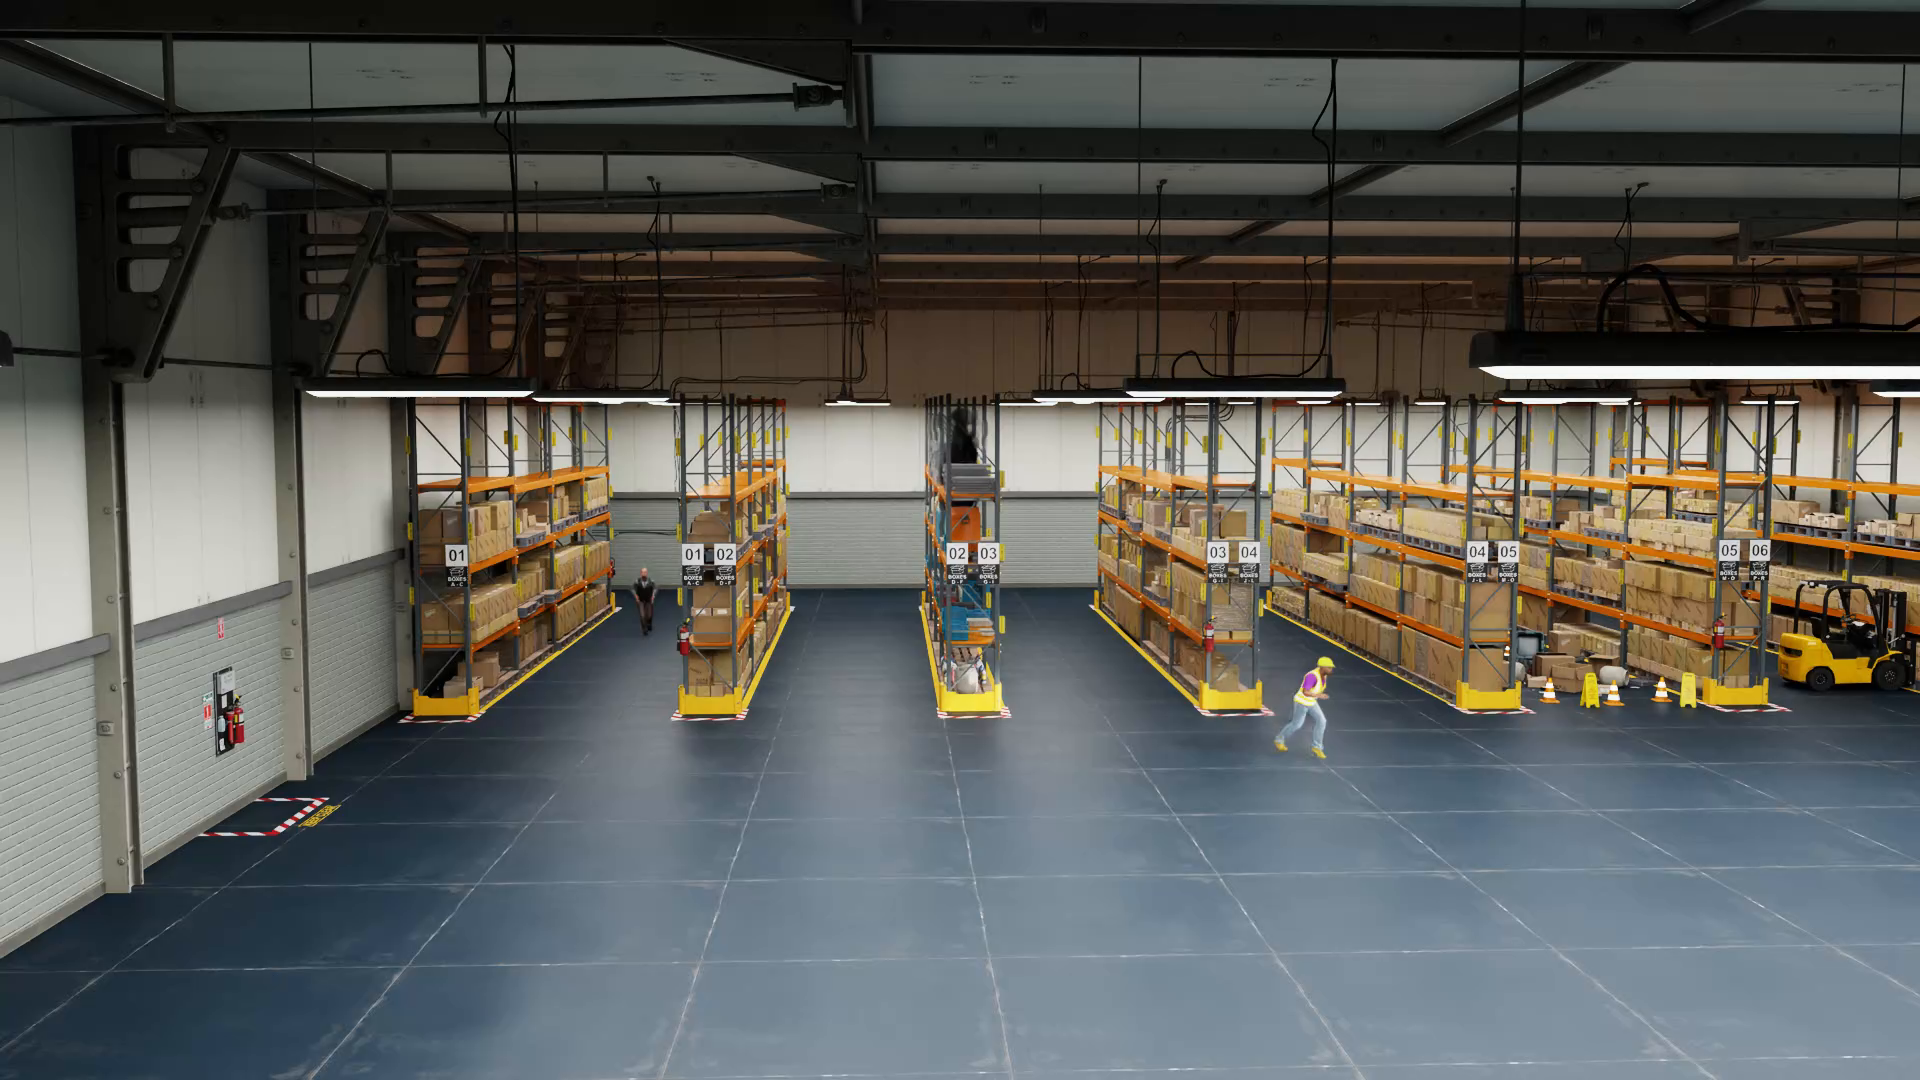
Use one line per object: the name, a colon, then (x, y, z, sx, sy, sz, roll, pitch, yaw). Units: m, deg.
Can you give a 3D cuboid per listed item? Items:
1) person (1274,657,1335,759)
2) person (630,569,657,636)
person: (5.683, 2.754, 27.415, 1.040, 1.713, 0.747, 3, 5, 35)
person: (-7.990, 1.562, 42.061, 0.668, 1.686, 0.547, -1, 5, -12)
